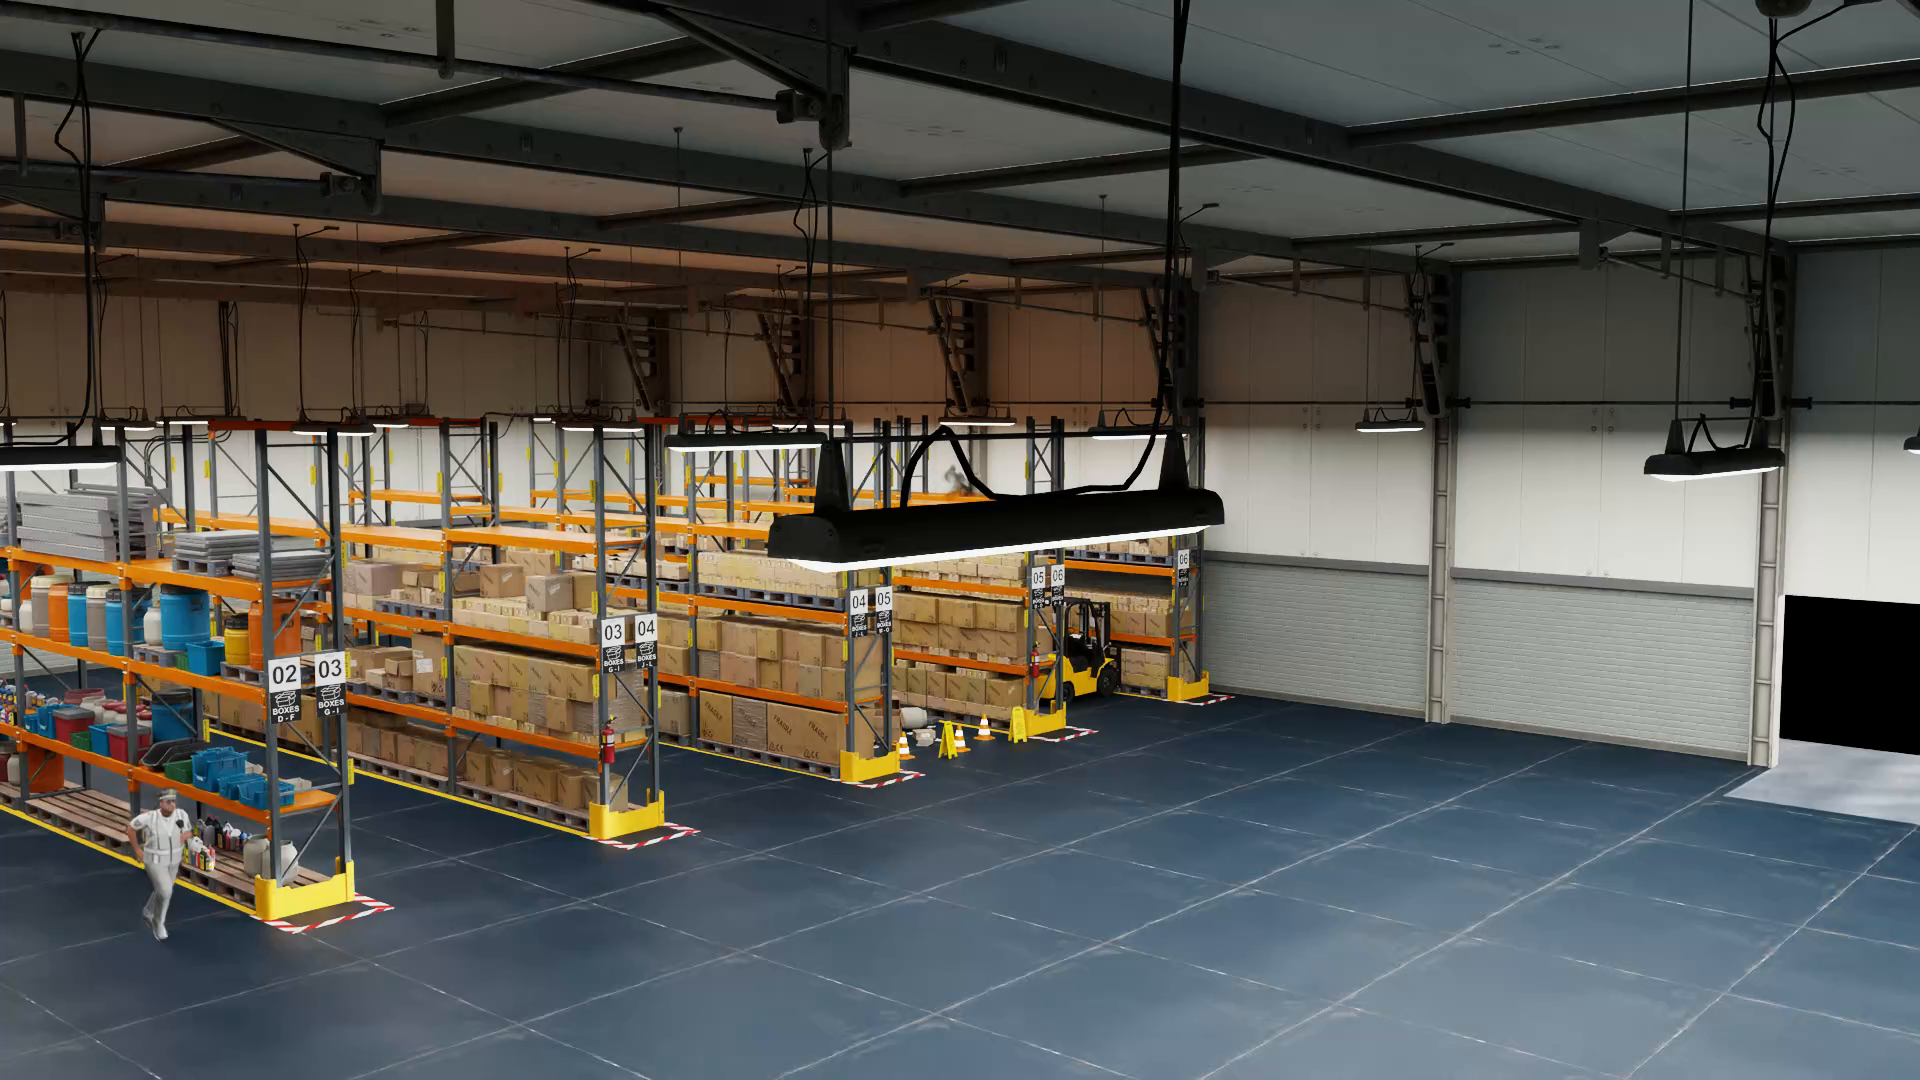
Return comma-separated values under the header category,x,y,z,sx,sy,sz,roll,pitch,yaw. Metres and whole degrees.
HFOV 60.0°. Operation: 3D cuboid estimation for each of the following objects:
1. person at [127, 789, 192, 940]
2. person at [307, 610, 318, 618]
category,x,y,z,sx,sy,sz,roll,pitch,yaw
person,-9.463,3.827,19.749,0.832,1.801,0.620,3,6,34
person,-14.482,2.403,36.989,0.694,1.777,0.661,-3,6,-32
